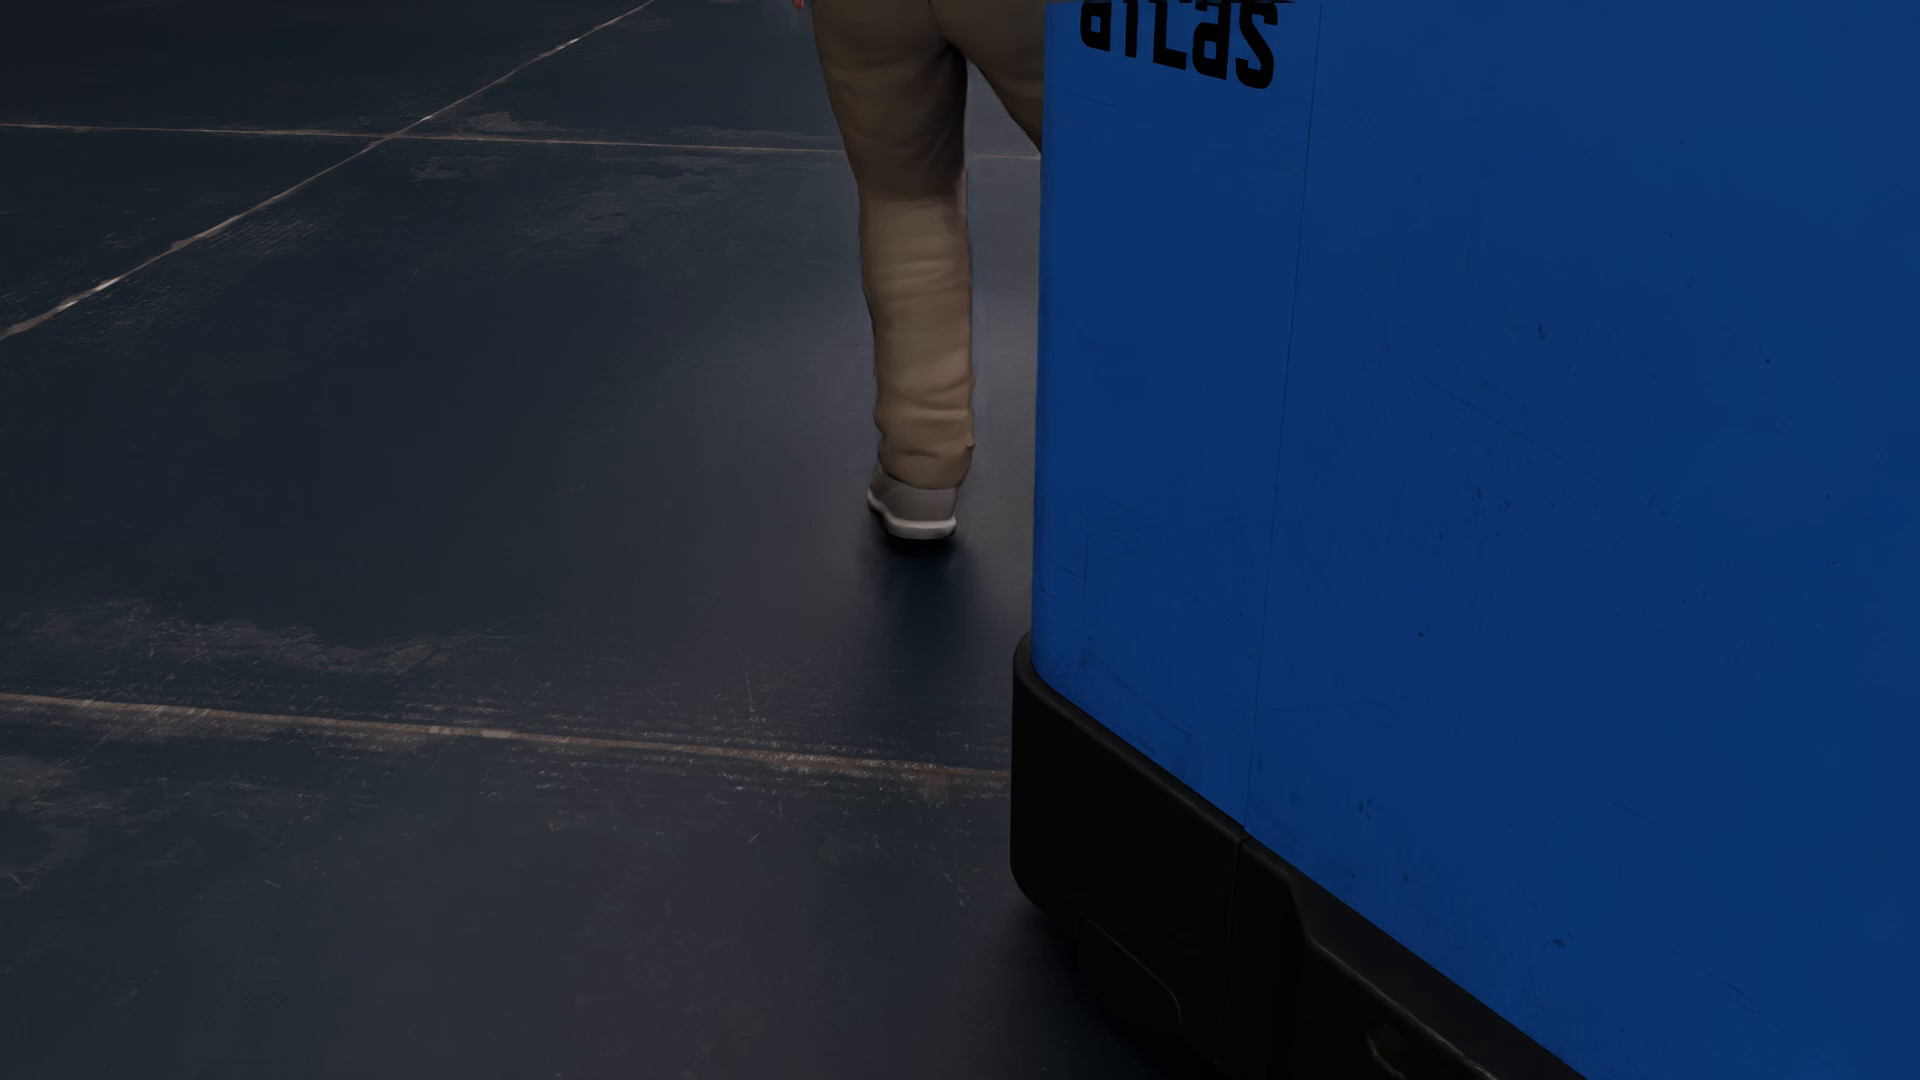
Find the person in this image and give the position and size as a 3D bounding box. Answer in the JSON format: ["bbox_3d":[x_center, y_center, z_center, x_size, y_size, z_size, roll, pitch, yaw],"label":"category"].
[{"bbox_3d":[0.050,-0.822,2.268,0.690,1.711,0.556,6,27,11],"label":"person"}]

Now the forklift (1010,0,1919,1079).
[{"bbox_3d":[1.292,-0.504,0.227,1.130,2.935,3.031,-17,31,-30],"label":"forklift"}]
